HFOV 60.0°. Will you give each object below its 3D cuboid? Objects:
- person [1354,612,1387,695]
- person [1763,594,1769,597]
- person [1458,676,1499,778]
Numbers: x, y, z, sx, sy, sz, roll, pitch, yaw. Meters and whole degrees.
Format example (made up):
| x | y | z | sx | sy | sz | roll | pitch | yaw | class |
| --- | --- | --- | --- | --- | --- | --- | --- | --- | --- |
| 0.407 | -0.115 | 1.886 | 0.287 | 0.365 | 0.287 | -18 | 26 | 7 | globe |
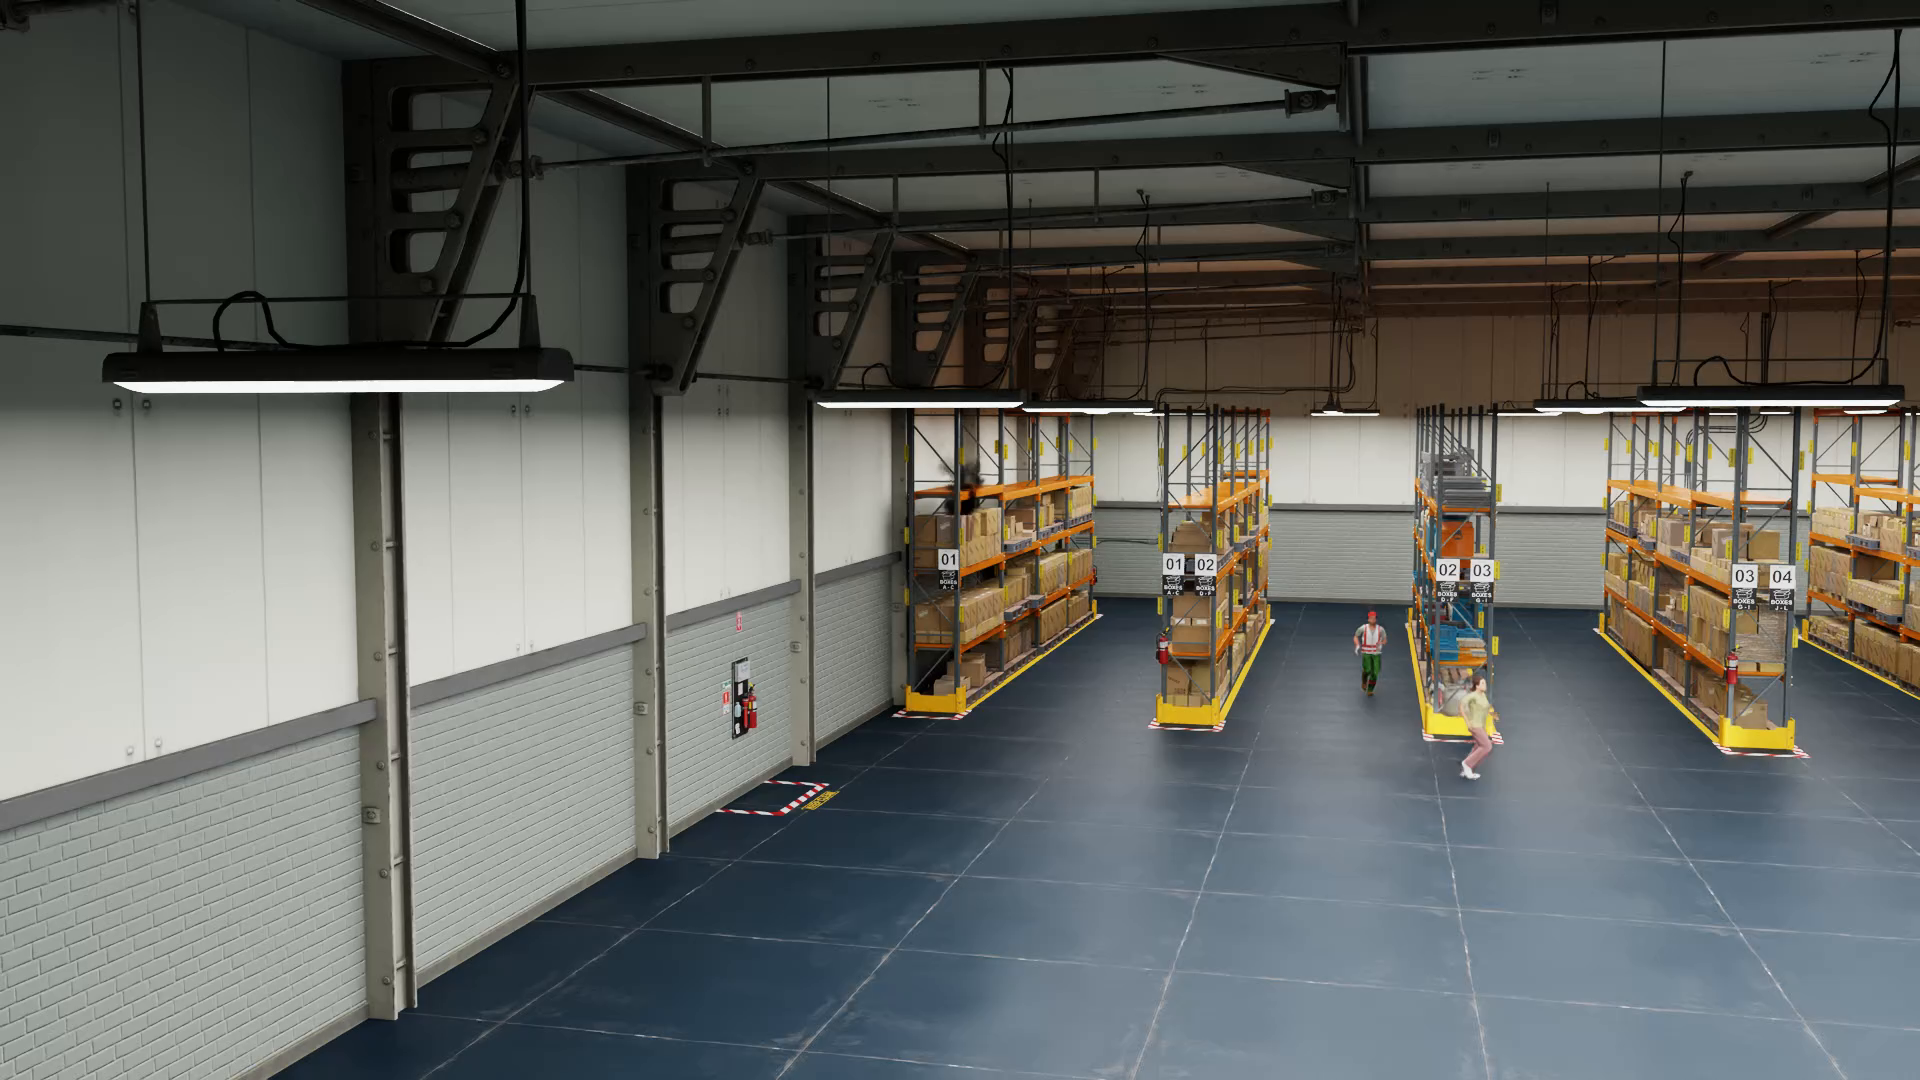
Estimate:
| x | y | z | sx | sy | sz | roll | pitch | yaw | class |
| --- | --- | --- | --- | --- | --- | --- | --- | --- | --- |
| 8.494 | 2.350 | 34.307 | 0.651 | 1.740 | 0.583 | 0 | 4 | 4 | person |
| 20.799 | 1.721 | 43.707 | 0.838 | 1.648 | 0.498 | 4 | 6 | 43 | person |
| 8.241 | 2.976 | 26.392 | 0.564 | 1.641 | 0.587 | 3 | 5 | 38 | person |
